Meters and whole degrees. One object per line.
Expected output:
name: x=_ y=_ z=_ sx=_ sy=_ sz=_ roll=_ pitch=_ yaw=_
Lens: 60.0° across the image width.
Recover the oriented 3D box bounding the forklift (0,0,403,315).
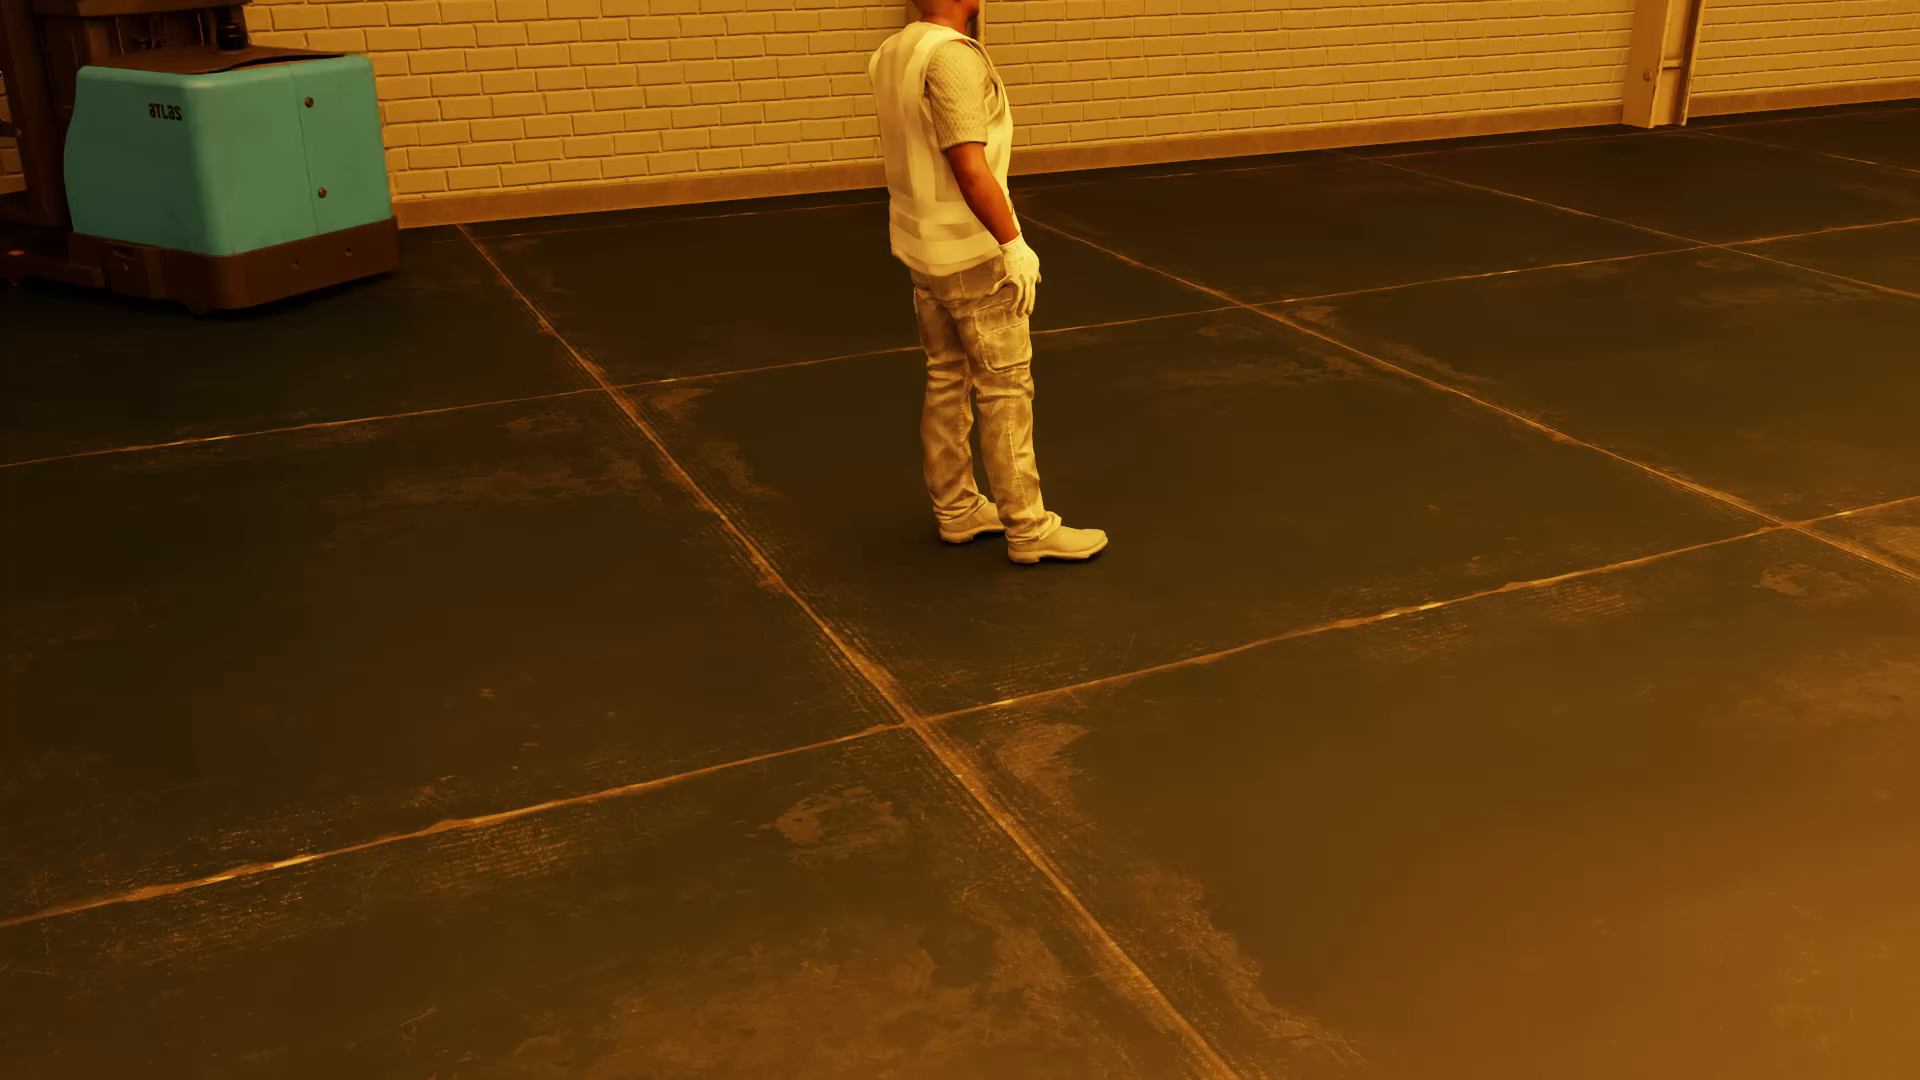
forklift: x=-4.267 y=-2.757 z=7.923 sx=3.031 sy=2.935 sz=1.130 roll=12 pitch=26 yaw=27

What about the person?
person: x=0.069 y=-0.839 z=4.782 sx=0.577 sy=1.782 sz=0.656 roll=-10 pitch=25 yaw=-23
